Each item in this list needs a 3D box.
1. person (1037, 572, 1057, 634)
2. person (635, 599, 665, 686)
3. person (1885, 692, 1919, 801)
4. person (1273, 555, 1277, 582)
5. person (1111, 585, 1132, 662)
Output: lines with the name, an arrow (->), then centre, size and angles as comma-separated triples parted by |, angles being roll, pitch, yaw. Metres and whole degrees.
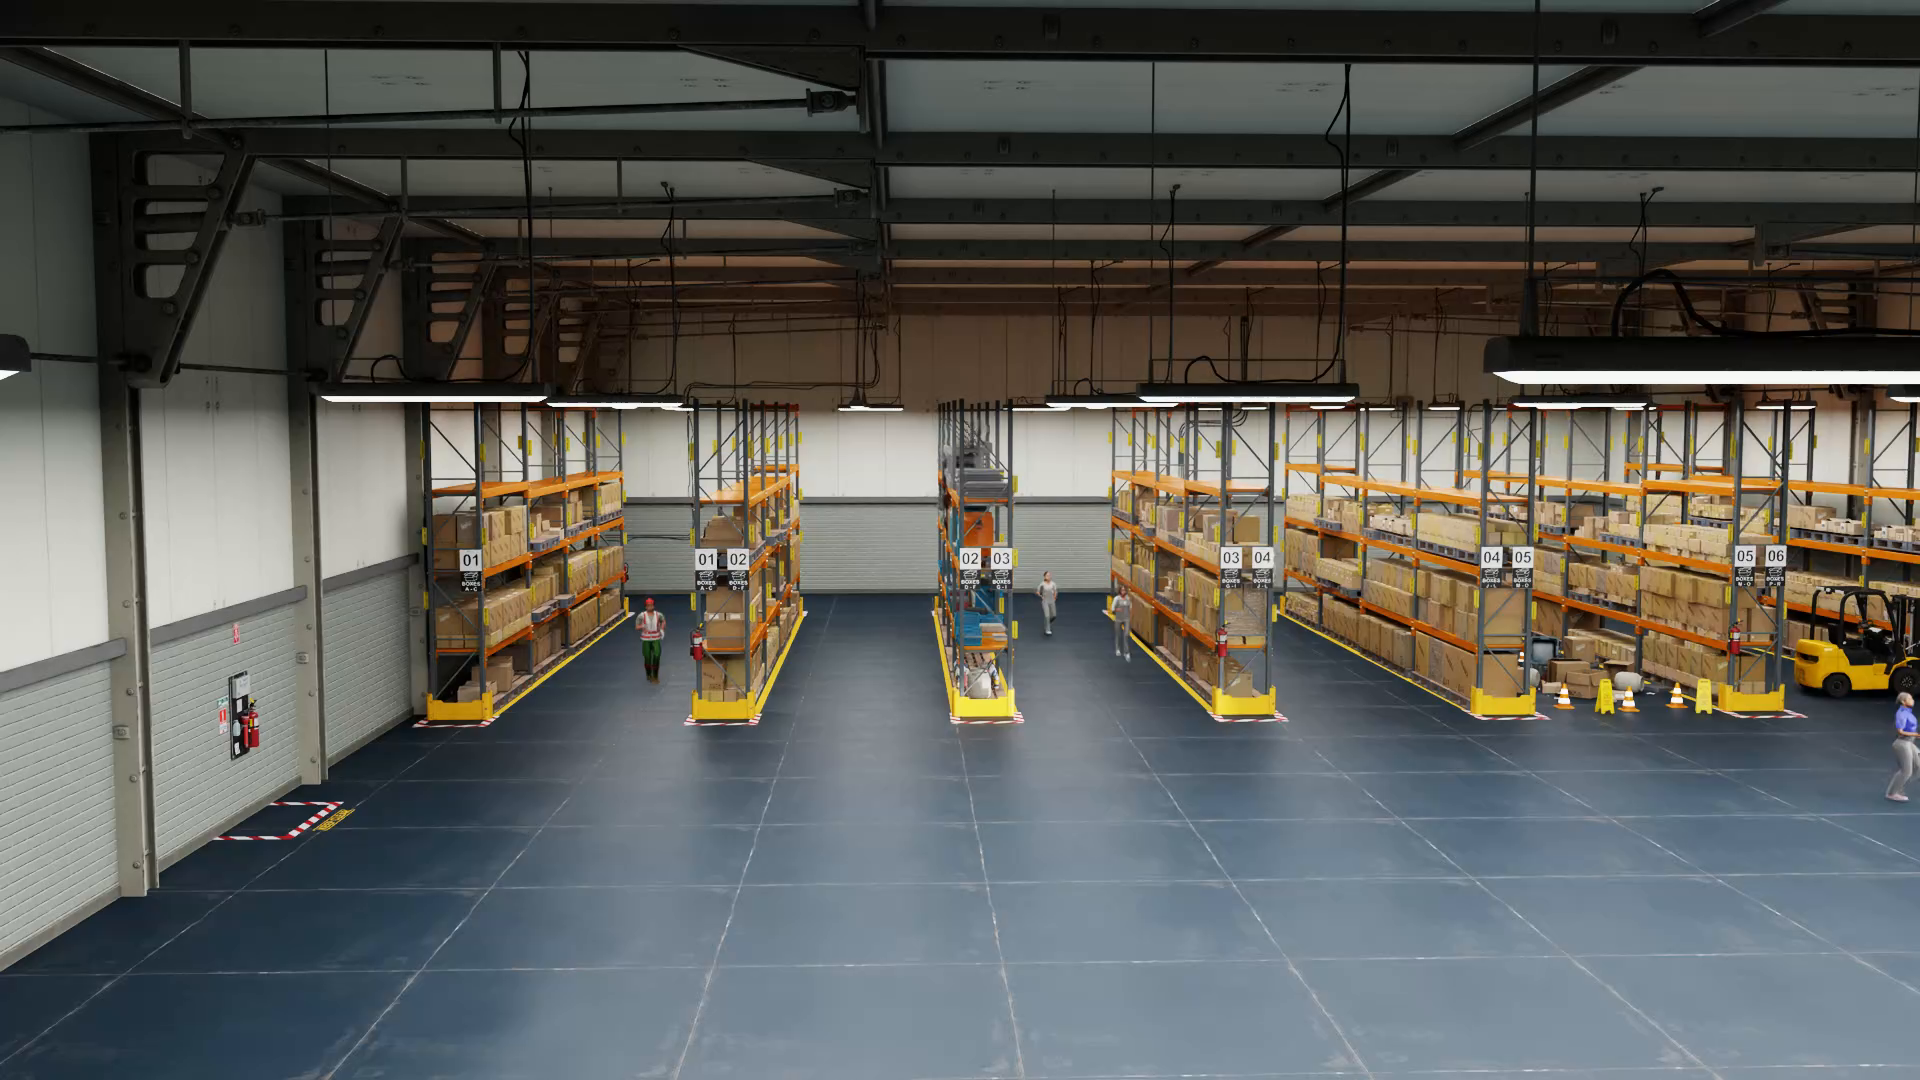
person -> 2.273, 1.628, 43.242 | 0.561, 1.619, 0.591 | -1, 4, -14
person -> -6.550, 2.155, 35.211 | 0.637, 1.839, 0.753 | -1, 4, -13
person -> 13.990, 3.045, 24.489 | 0.572, 1.618, 0.563 | 4, 6, 40
person -> 8.963, 1.191, 48.542 | 0.556, 1.700, 0.690 | -2, 5, -30
person -> 3.583, 1.826, 36.829 | 0.528, 1.651, 0.711 | -1, 4, -8
